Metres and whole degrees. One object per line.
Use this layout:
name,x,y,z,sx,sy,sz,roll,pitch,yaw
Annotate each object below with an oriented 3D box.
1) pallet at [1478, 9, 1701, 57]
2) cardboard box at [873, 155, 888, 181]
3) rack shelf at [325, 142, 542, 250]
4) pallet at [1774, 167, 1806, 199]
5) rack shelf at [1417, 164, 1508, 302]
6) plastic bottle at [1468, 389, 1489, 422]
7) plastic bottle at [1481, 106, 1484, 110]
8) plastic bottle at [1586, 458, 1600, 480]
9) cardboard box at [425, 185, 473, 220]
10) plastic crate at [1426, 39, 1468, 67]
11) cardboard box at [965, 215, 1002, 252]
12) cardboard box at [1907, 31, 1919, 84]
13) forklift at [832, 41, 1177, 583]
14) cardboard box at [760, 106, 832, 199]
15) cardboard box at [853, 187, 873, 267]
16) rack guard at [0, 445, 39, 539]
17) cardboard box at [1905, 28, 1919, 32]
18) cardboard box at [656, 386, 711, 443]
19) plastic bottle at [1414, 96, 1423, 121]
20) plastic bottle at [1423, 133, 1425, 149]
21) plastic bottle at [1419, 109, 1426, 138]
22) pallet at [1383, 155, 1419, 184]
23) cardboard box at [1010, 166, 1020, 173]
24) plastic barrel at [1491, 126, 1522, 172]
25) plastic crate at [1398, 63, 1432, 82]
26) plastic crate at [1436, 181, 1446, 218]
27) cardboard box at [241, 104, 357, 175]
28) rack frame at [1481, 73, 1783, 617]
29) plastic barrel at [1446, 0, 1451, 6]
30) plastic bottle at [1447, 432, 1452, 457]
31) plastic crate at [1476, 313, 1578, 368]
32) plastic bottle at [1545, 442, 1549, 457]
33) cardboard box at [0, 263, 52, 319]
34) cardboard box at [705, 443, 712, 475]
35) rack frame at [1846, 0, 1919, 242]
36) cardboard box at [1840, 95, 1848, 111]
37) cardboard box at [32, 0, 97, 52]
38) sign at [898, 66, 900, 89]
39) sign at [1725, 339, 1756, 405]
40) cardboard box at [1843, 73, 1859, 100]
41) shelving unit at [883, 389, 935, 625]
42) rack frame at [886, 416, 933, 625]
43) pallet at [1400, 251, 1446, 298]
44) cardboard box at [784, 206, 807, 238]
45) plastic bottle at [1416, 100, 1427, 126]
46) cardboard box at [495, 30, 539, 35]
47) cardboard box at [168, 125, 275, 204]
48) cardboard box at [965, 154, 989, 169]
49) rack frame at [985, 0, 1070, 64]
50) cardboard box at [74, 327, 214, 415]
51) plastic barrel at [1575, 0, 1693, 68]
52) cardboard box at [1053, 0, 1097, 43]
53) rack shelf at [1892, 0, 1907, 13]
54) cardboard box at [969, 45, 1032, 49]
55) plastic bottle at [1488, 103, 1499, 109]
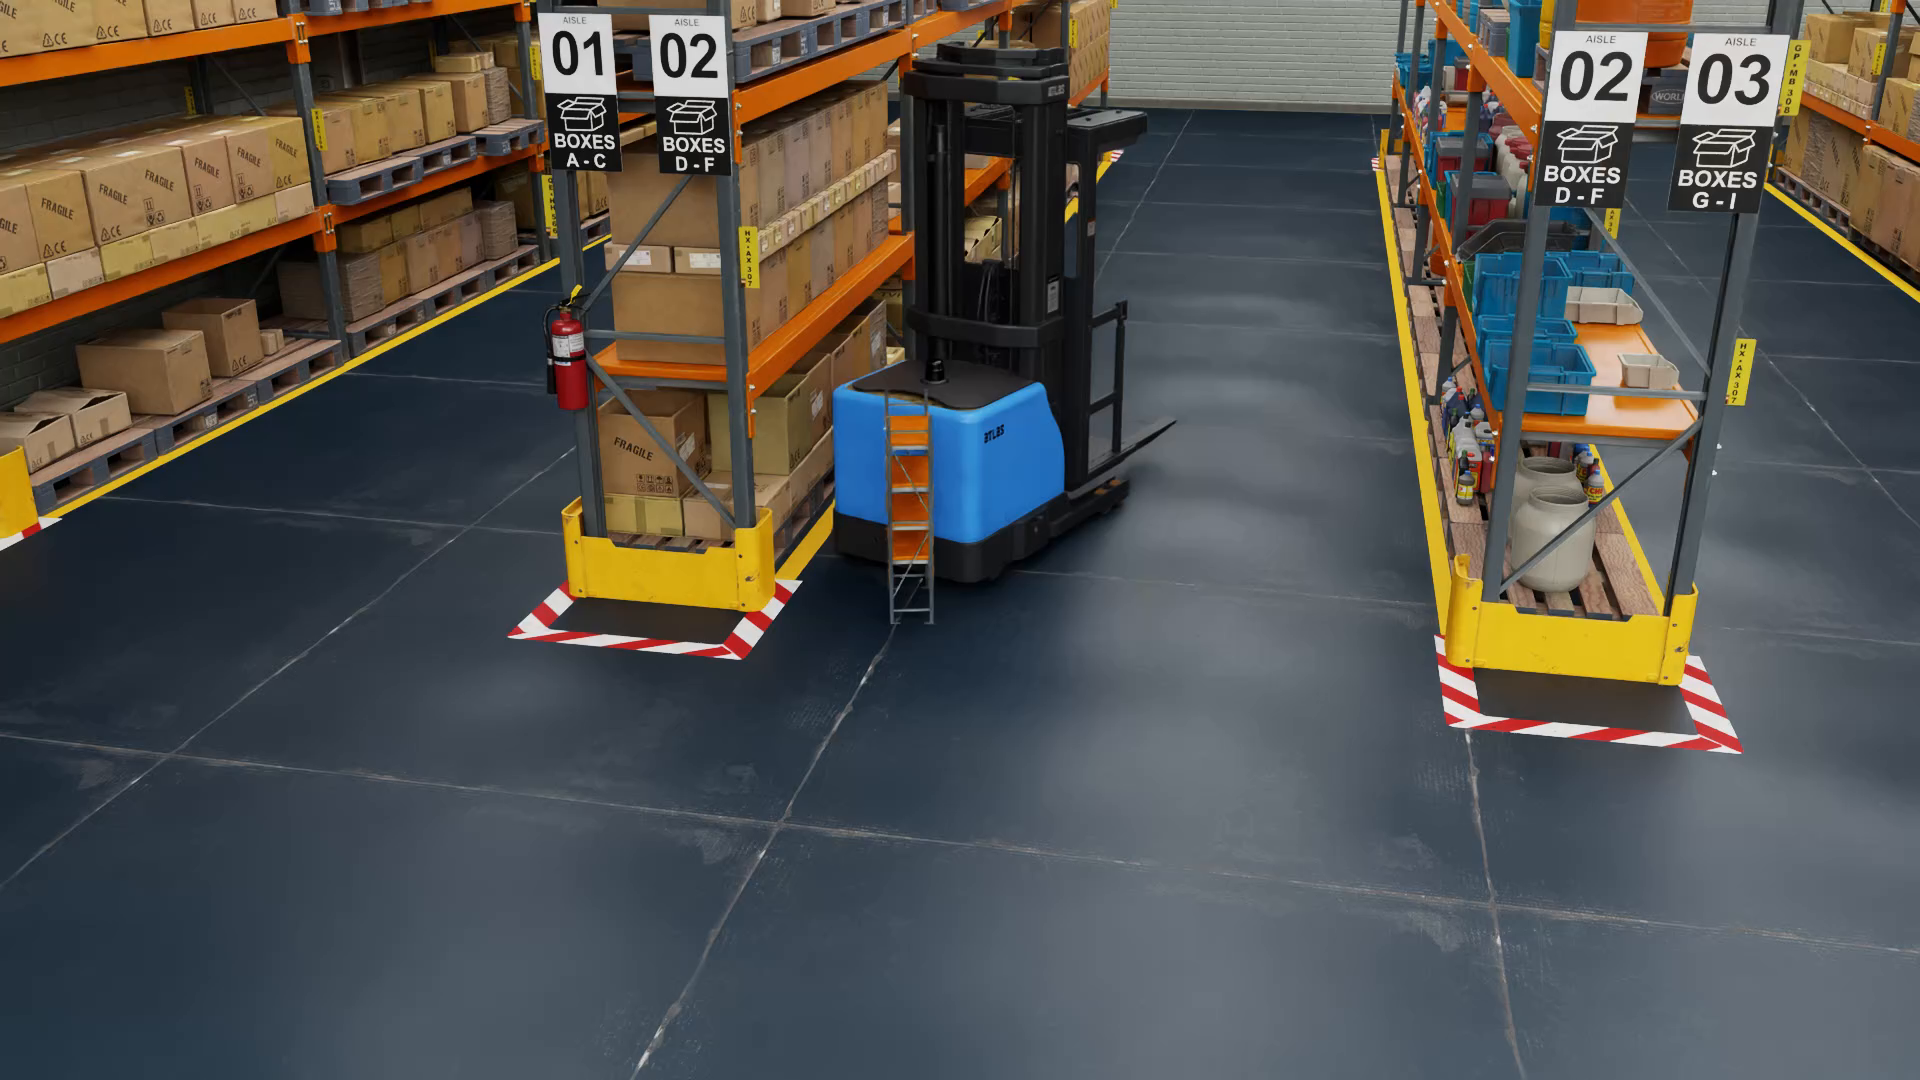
pallet,3.958,-3.214,10.557,1.213,0.211,1.003,4,22,11
cardboard box,-0.737,-2.702,12.045,0.380,0.149,0.250,4,22,10
rack shelf,-5.281,-3.335,15.582,1.077,0.370,4.000,4,22,11
pallet,11.221,-4.601,21.495,1.003,0.211,1.213,4,22,11
rack shelf,4.418,-2.580,13.707,1.077,0.370,4.000,4,22,11
plastic bottle,3.580,-0.883,11.487,0.144,0.351,0.185,4,22,11
plastic bottle,5.500,-4.430,17.510,0.097,0.271,0.097,0,22,0
plastic bottle,3.933,-0.384,10.338,0.061,0.283,0.133,5,22,12
cardboard box,-5.146,-3.321,16.339,0.500,0.250,0.500,5,22,12
plastic crate,6.573,-6.478,22.296,0.616,0.435,0.499,4,22,11
cardboard box,0.112,-2.993,16.137,0.500,0.311,0.500,5,22,12
cardboard box,10.369,-5.008,17.295,0.797,0.503,0.637,4,22,10
forklift,0.456,-1.614,10.437,1.130,2.935,3.031,13,26,30
cardboard box,-1.230,-2.496,10.664,0.700,0.500,0.500,4,22,11
cardboard box,-1.024,-2.251,11.794,0.700,0.500,0.500,4,22,10
rack guard,-6.489,-0.343,10.535,1.175,0.500,0.348,4,22,11
cardboard box,10.947,-5.482,18.748,0.500,0.500,0.500,4,22,11
cardboard box,-1.647,-0.951,10.814,0.500,0.500,0.500,4,22,11
plastic bottle,5.050,-4.734,18.264,0.097,0.271,0.097,0,22,0
plastic bottle,4.639,-3.965,16.450,0.097,0.201,0.097,0,22,0
plastic bottle,4.789,-4.305,17.185,0.061,0.283,0.133,4,22,11
pallet,6.252,-4.978,22.432,1.003,0.211,1.213,4,22,11
cardboard box,0.762,-3.965,18.941,0.500,0.500,0.500,5,22,12
plastic barrel,4.825,-3.304,14.393,0.421,0.512,0.421,0,22,0
plastic crate,5.817,-5.974,21.315,0.416,0.233,0.300,4,22,11
plastic crate,4.089,-2.742,13.430,0.450,0.188,0.662,4,22,11
cardboard box,-5.551,-3.371,13.986,0.700,0.500,0.500,5,22,11
rack frame,3.194,-0.719,8.124,1.000,3.000,0.127,4,22,11
plastic barrel,4.446,-4.985,14.030,0.600,0.901,0.600,0,22,0
plastic bottle,3.320,-0.654,11.118,0.097,0.201,0.097,0,22,0
plastic crate,3.141,-1.093,9.251,0.499,0.251,0.408,4,22,11
plastic bottle,3.950,-0.679,11.070,0.061,0.283,0.133,4,22,11
cardboard box,-6.094,-1.568,10.406,0.500,0.250,0.500,4,22,9
cardboard box,-1.744,-0.420,10.499,0.500,0.250,0.500,4,22,11
rack frame,10.491,-4.730,18.083,1.000,3.000,0.127,4,22,11
cardboard box,10.390,-5.032,19.169,0.380,0.149,0.250,5,22,12
cardboard box,-5.945,-3.408,10.626,0.500,0.500,0.500,6,23,13
sign,-0.555,-4.562,16.222,0.100,0.325,0.005,4,22,11
sign,3.731,-0.804,7.964,0.100,0.325,0.005,4,22,11
cardboard box,10.427,-5.169,18.977,0.500,0.250,0.500,5,23,13
shelving unit,-0.283,-0.184,9.204,0.258,1.200,0.503,-1,22,-3
rack frame,-0.267,-0.093,8.978,0.240,1.200,0.015,-1,22,-3
pallet,4.946,-2.643,16.633,1.003,0.211,1.213,4,22,11
cardboard box,-1.155,-1.950,10.178,0.380,0.149,0.250,4,22,9
plastic bottle,4.986,-4.571,17.855,0.152,0.276,0.135,4,22,11
cardboard box,-4.817,-5.504,18.441,0.500,0.250,0.500,4,22,10
cardboard box,-5.579,-2.845,12.573,0.500,0.500,0.500,4,22,11
cardboard box,0.065,-3.557,15.507,0.380,0.149,0.250,4,22,11
rack frame,0.794,-5.487,19.962,1.000,3.000,0.127,4,22,11
cardboard box,-5.961,-1.238,12.169,0.700,0.500,0.500,3,22,8
plastic barrel,3.169,-2.692,7.870,0.600,0.830,0.708,4,22,11
cardboard box,1.480,-6.713,21.535,0.500,0.500,0.500,5,23,13
rack shelf,10.083,-5.056,15.841,1.077,0.370,4.000,4,22,11
cardboard box,0.400,-5.315,18.840,0.700,0.500,0.500,8,23,19
plastic bottle,5.673,-4.514,17.713,0.152,0.276,0.135,4,22,11
